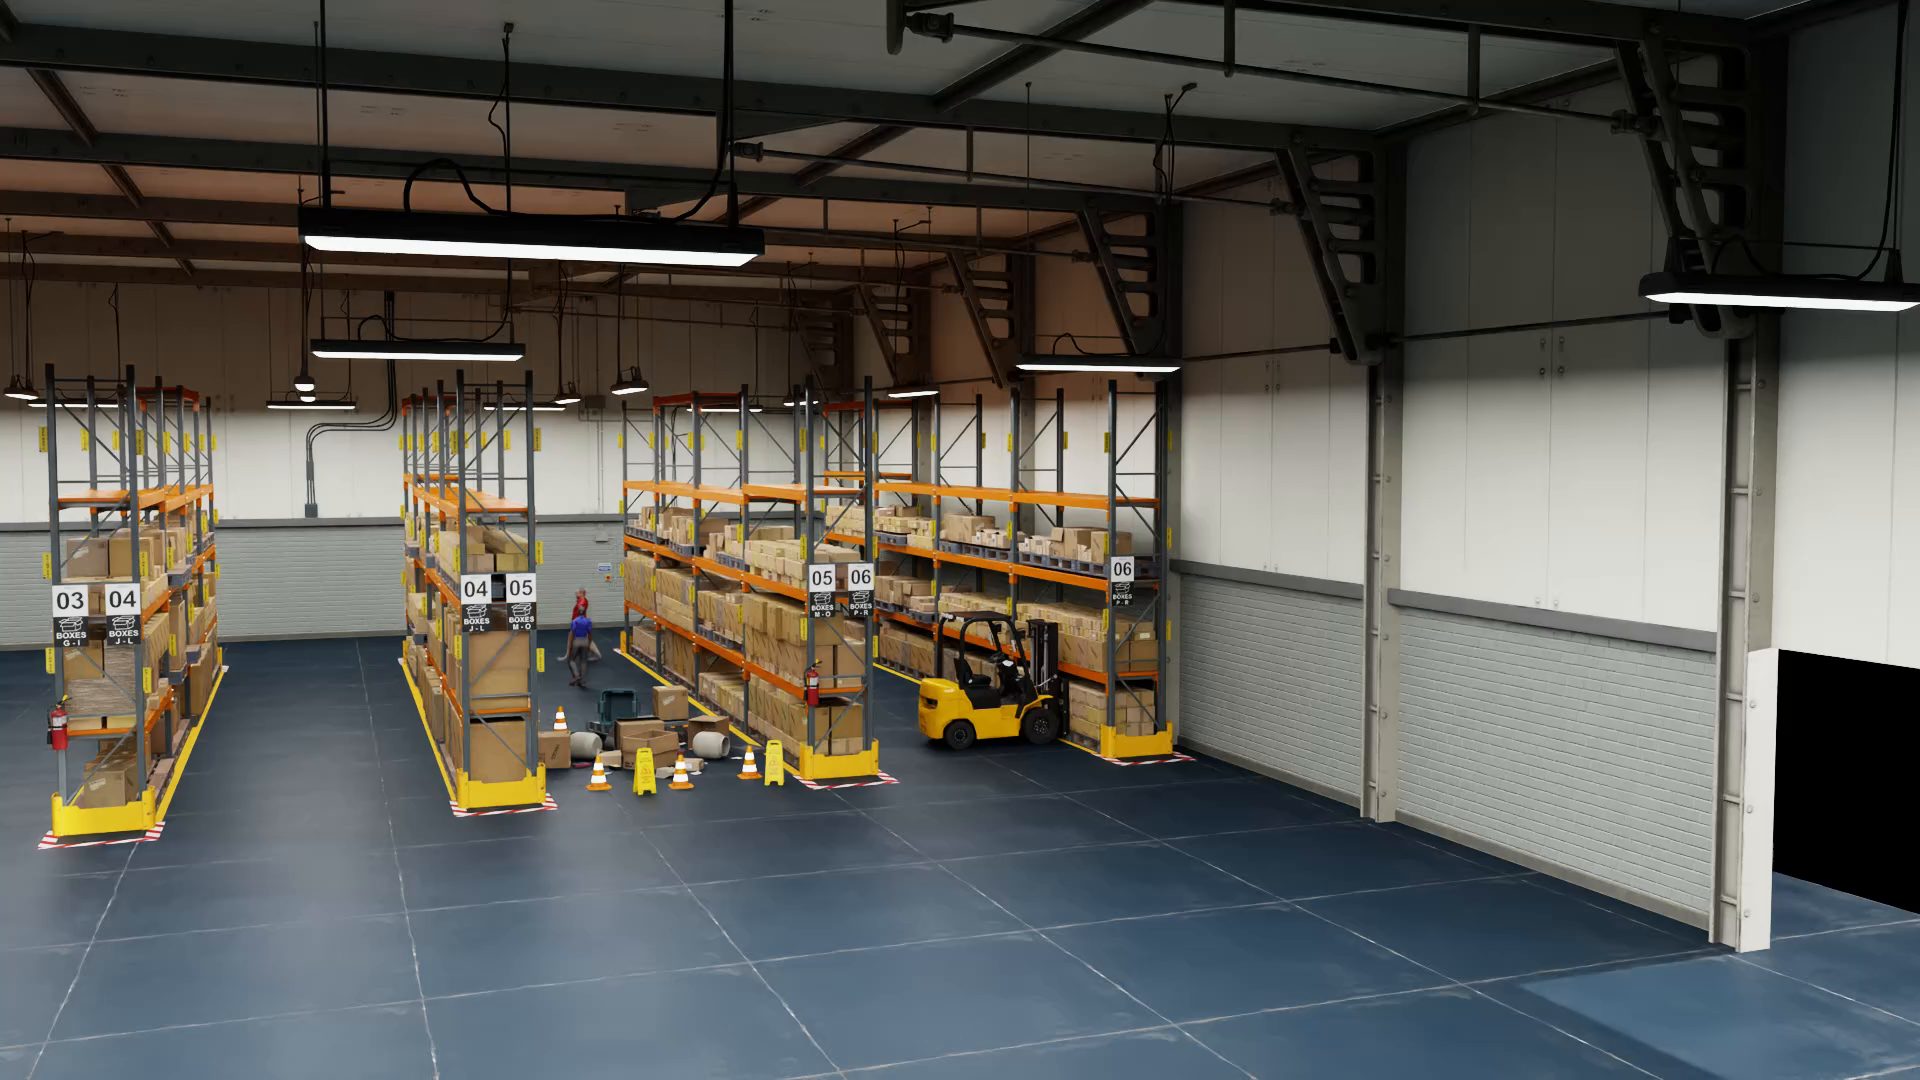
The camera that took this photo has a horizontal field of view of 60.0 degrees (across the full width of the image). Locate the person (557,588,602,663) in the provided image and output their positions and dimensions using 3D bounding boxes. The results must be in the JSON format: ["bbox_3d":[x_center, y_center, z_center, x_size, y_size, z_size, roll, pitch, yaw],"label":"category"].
[{"bbox_3d":[-8.660,1.940,37.815,0.993,1.684,0.545,0,3,4],"label":"person"}]

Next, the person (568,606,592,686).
[{"bbox_3d":[-7.778,2.177,34.075,0.508,1.657,0.426,-2,4,-27],"label":"person"}]
